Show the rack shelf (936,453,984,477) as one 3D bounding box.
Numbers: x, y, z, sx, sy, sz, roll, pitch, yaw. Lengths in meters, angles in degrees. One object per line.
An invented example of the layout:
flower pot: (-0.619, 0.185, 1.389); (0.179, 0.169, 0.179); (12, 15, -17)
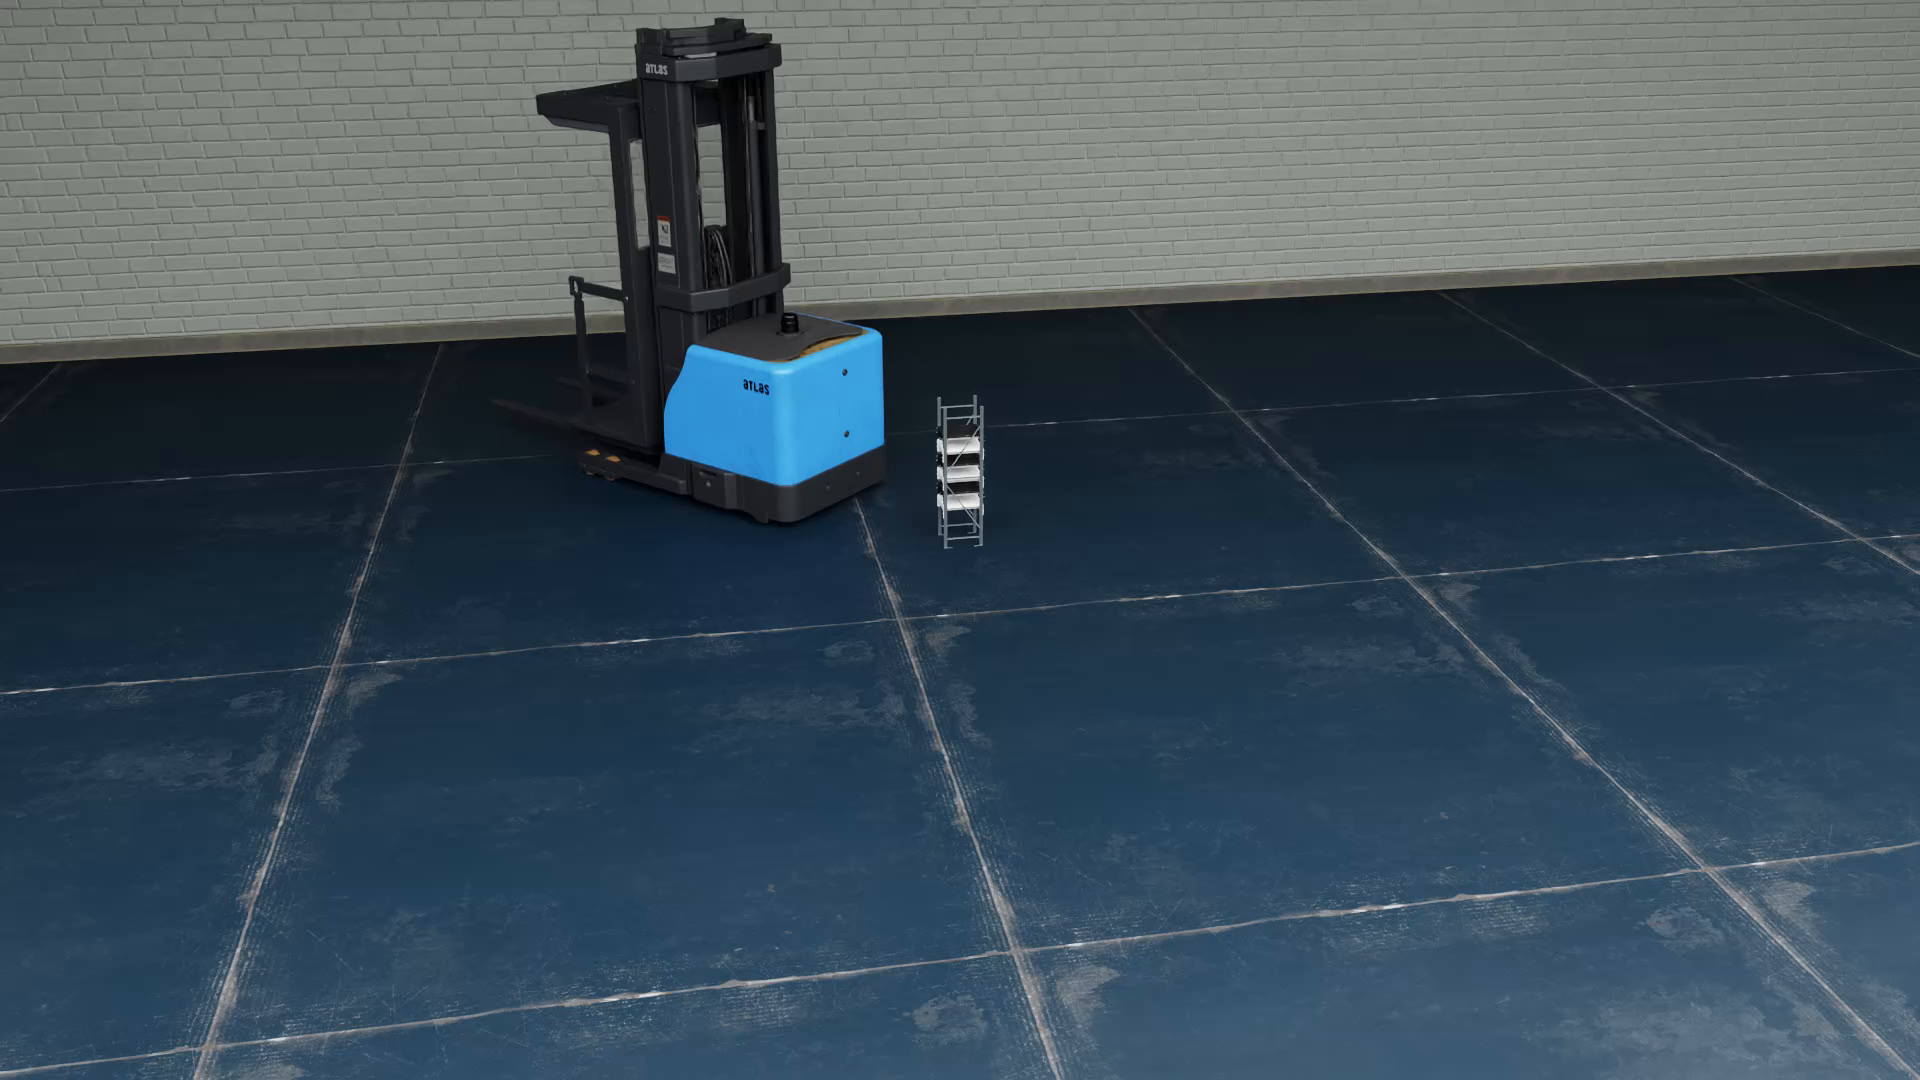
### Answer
rack shelf: (0.001, -0.461, 10.040); (0.258, 0.077, 0.200); (-4, 24, -10)

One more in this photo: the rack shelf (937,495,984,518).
rack shelf: (0.001, -0.214, 10.148); (0.258, 0.077, 0.200); (-4, 24, -10)

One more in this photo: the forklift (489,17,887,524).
forklift: (-1.974, -1.893, 10.923); (3.031, 2.935, 1.130); (16, 28, 32)

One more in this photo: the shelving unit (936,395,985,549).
shelving unit: (0.001, -0.409, 10.063); (0.258, 0.900, 0.210); (-4, 24, -10)

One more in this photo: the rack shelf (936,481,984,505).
rack shelf: (0.001, -0.296, 10.112); (0.258, 0.077, 0.200); (-4, 24, -10)

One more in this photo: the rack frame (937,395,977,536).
rack frame: (-0.017, -0.449, 10.154); (0.240, 0.900, 0.006); (-4, 24, -10)

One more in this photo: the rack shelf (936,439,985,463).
rack shelf: (0.001, -0.544, 10.004); (0.258, 0.077, 0.200); (-4, 24, -10)

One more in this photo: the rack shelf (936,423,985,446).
rack shelf: (0.001, -0.626, 9.968); (0.258, 0.077, 0.200); (-4, 24, -10)

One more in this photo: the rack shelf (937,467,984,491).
rack shelf: (0.001, -0.379, 10.076); (0.258, 0.077, 0.200); (-4, 24, -10)

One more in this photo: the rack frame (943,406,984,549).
rack frame: (0.020, -0.369, 9.971); (0.240, 0.900, 0.006); (-4, 24, -10)
